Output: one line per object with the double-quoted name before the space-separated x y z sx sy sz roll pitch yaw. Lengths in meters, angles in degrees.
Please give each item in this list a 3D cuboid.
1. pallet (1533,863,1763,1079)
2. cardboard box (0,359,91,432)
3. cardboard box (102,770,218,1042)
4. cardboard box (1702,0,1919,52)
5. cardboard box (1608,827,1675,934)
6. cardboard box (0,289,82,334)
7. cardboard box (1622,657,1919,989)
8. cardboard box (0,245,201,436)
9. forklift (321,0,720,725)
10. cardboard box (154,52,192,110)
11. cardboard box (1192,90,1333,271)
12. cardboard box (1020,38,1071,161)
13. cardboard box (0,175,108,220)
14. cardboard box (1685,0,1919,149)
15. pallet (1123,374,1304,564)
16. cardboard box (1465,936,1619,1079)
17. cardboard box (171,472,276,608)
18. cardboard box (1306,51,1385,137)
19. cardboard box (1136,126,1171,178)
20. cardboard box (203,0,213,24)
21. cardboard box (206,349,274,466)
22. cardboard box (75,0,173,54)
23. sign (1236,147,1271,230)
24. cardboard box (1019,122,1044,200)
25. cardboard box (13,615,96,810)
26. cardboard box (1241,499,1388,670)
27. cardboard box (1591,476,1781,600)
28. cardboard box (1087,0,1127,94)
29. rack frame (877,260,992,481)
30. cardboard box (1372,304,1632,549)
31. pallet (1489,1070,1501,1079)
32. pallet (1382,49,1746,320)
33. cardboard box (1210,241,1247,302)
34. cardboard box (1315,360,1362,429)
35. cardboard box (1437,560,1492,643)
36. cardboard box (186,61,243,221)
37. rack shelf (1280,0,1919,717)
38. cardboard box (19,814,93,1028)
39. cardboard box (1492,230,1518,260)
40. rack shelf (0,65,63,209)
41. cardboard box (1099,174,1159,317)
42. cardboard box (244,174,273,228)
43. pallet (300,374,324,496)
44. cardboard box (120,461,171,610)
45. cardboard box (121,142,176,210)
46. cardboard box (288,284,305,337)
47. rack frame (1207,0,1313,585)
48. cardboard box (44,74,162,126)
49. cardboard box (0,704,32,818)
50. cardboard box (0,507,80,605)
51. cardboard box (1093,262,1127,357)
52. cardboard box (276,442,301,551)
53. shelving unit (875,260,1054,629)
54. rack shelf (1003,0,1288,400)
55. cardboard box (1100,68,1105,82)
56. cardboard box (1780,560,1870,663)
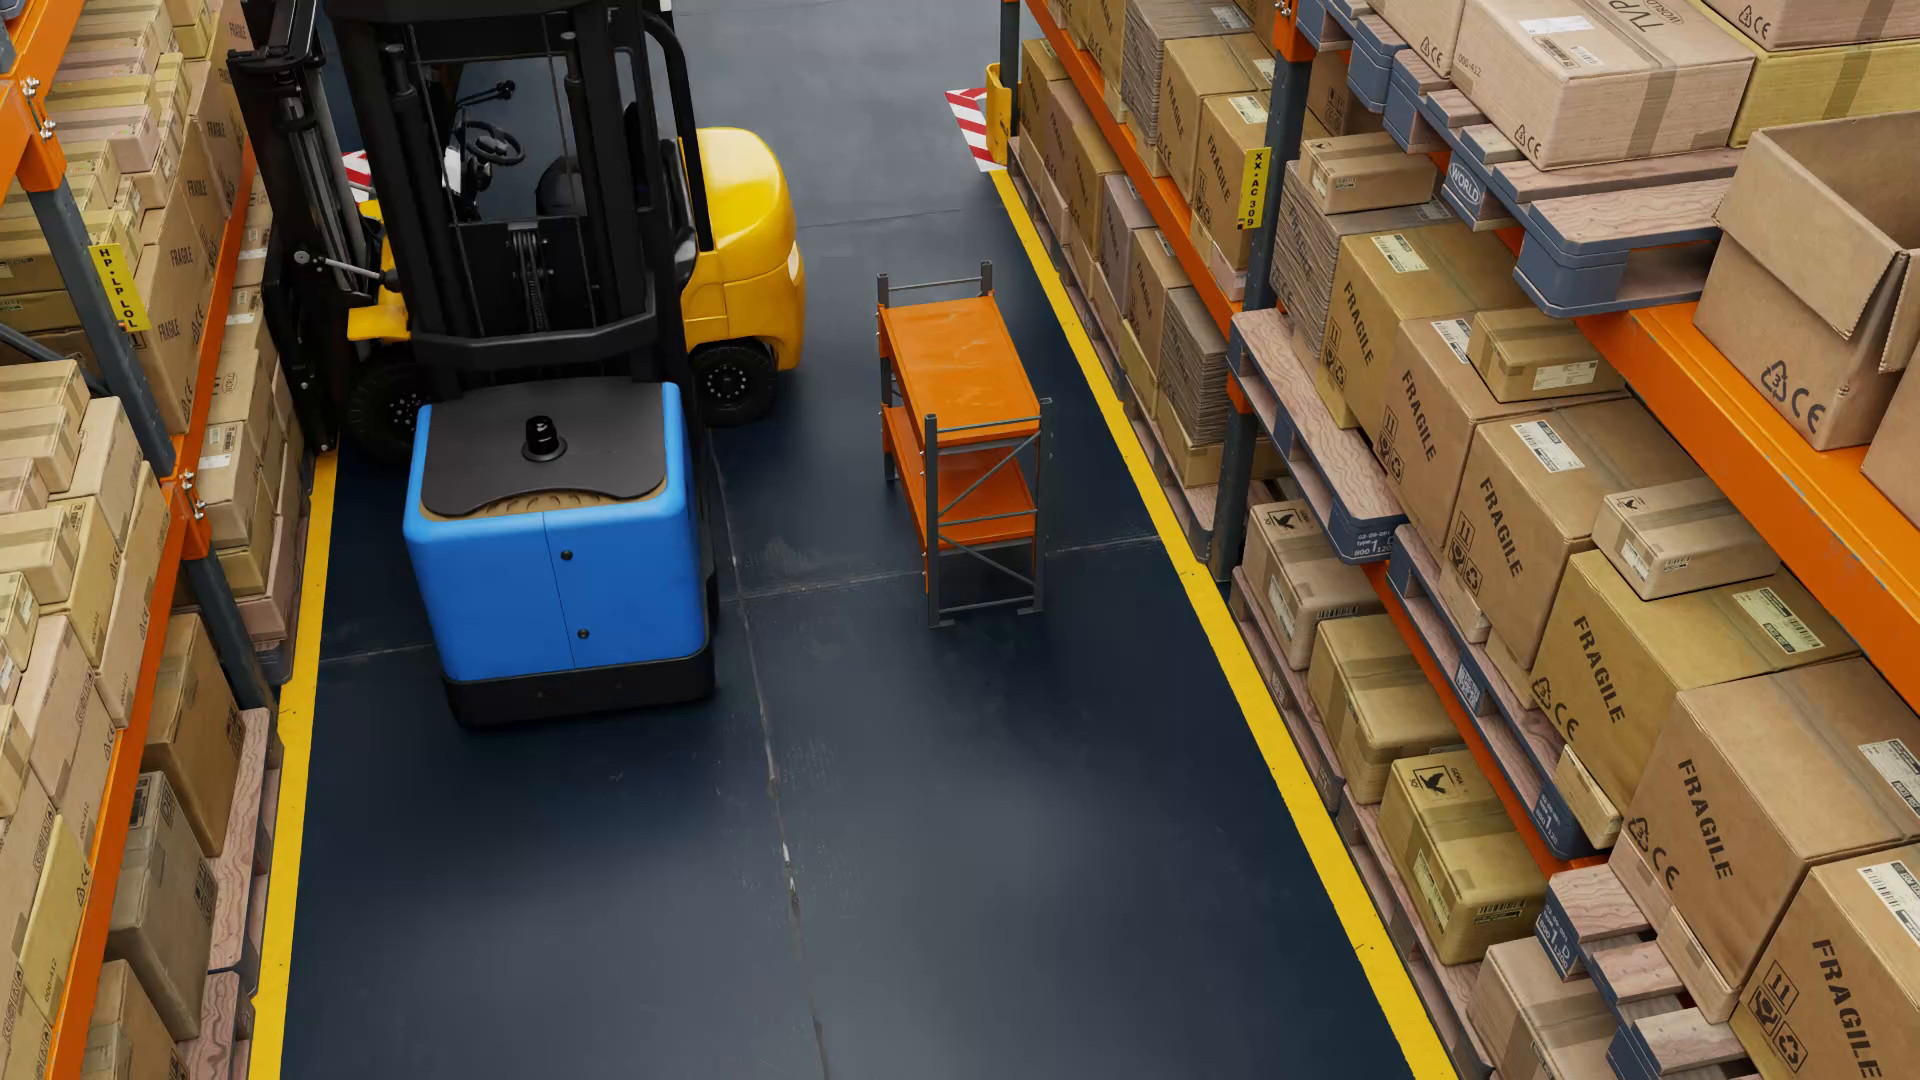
"pallet" 2.207 1.179 4.088 1.213 0.211 1.003 -8 42 -9
"cardboard box" -2.954 -0.415 5.176 0.380 0.149 0.250 -7 42 -8
"cardboard box" -2.961 1.247 5.340 0.875 0.625 0.625 -9 42 -10
"cardboard box" 2.093 -1.432 4.046 0.500 0.250 0.500 -8 42 -9
"cardboard box" 1.891 0.828 4.212 0.380 0.149 0.250 -10 43 -11
"cardboard box" -3.056 -0.849 5.665 0.380 0.149 0.250 -9 42 -10
"cardboard box" 1.973 0.660 3.913 0.500 0.500 0.500 -9 42 -10
"cardboard box" -3.085 -0.687 5.971 0.500 0.500 0.500 -9 42 -10
"forklift" -1.740 -1.344 6.838 1.130 2.935 3.031 -6 42 -7
"cardboard box" -3.370 -1.854 6.797 0.380 0.149 0.250 -9 42 -10
"cardboard box" 1.263 -1.439 6.594 0.500 0.500 0.500 -9 42 -10
"cardboard box" 0.648 -2.463 9.236 0.500 0.500 0.500 -10 43 -11
"cardboard box" -3.185 -1.119 5.745 0.380 0.149 0.250 -8 42 -9
"cardboard box" 2.082 -1.244 4.211 0.500 0.250 0.500 -8 42 -9
"pallet" 1.422 -0.426 7.852 1.003 0.211 1.213 -8 42 -9
"cardboard box" 2.186 1.535 5.206 0.950 0.372 0.625 -9 42 -10
"cardboard box" -3.047 0.002 6.649 0.500 0.250 0.500 -9 42 -9
"cardboard box" 1.718 -1.877 6.334 0.700 0.500 0.500 -9 42 -10
"cardboard box" 1.012 -1.767 7.452 0.380 0.149 0.250 -9 42 -10
"cardboard box" -3.533 -2.346 7.351 0.380 0.149 0.250 -10 42 -11
"cardboard box" -3.143 -0.519 6.858 0.500 0.250 0.500 -8 42 -9
"cardboard box" -3.488 -2.113 6.865 0.380 0.149 0.250 -8 42 -9
"sign" 1.073 -1.279 6.061 0.100 0.325 0.005 -8 42 -9
"cardboard box" 0.642 -2.197 9.503 0.500 0.250 0.500 -9 42 -10
"cardboard box" -2.666 0.491 4.456 0.500 0.250 0.500 -8 42 -8
"cardboard box" 1.717 0.127 6.792 0.950 0.372 0.625 -8 42 -9
"cardboard box" 1.836 -0.014 4.184 0.380 0.149 0.250 -10 43 -11
"cardboard box" 0.913 -2.439 7.721 0.500 0.500 0.500 -9 42 -10
"rack frame" -0.108 -0.746 7.525 0.500 1.125 0.032 -8 42 -9
"cardboard box" 1.625 -0.352 5.053 0.500 0.500 0.500 -9 42 -10
"pallet" 2.298 2.090 5.018 1.003 0.211 1.213 -8 42 -9
"pallet" 1.858 -1.003 4.284 1.213 0.211 1.003 -8 42 -9
"cardboard box" 1.235 -1.109 6.711 0.380 0.149 0.250 -9 42 -10
"cardboard box" 1.458 -0.535 5.748 0.380 0.149 0.250 -8 42 -8
"cardboard box" 1.667 0.151 4.975 0.380 0.149 0.250 -7 42 -8
"cardboard box" -3.412 -1.680 7.089 0.500 0.500 0.500 -8 42 -9
"rack shelf" 2.033 -0.595 4.225 1.077 0.370 4.000 -8 42 -9
"cardboard box" -2.570 1.005 4.253 0.500 0.250 0.500 -7 42 -8
"cardboard box" 2.034 -0.756 5.509 0.500 0.500 0.500 -8 42 -9
"rack shelf" -2.813 0.119 3.421 1.077 0.370 4.000 -8 42 -9
"cardboard box" 0.989 -1.453 8.099 0.500 0.500 0.500 -6 42 -7
"cardboard box" -3.469 -1.511 7.976 0.500 0.250 0.500 -8 42 -9
"pallet" -3.642 -0.596 8.044 1.003 0.211 1.213 -8 42 -9
"cardboard box" -2.880 0.020 5.362 0.500 0.250 0.500 -7 42 -8
"cardboard box" -3.178 -1.352 6.232 0.380 0.149 0.250 -7 42 -8
"cardboard box" -3.363 -0.979 7.754 0.500 0.250 0.500 -8 42 -9
"rack frame" 1.602 -1.038 6.442 1.000 3.000 0.127 -8 42 -9
"cardboard box" -3.269 -1.632 6.322 0.380 0.149 0.250 -9 42 -10
"cardboard box" -2.516 0.570 4.067 0.380 0.149 0.250 -9 42 -10
"cardboard box" -2.693 0.067 4.633 0.380 0.149 0.250 -10 42 -11
"cardboard box" 0.982 -1.186 8.363 0.500 0.250 0.500 -8 42 -9
"cardboard box" -3.150 -0.141 7.187 0.500 0.250 0.500 -9 42 -10
"shelving unit" 0.001 -0.416 7.153 0.538 1.125 1.048 -8 42 -9
"rack shelf" 1.170 -2.066 8.141 1.077 0.370 4.000 -8 42 -9
"cardboard box" 0.898 -2.270 8.019 0.380 0.149 0.250 -9 42 -10
"cardboard box" 2.353 0.244 4.382 0.500 0.500 0.500 -8 42 -9
